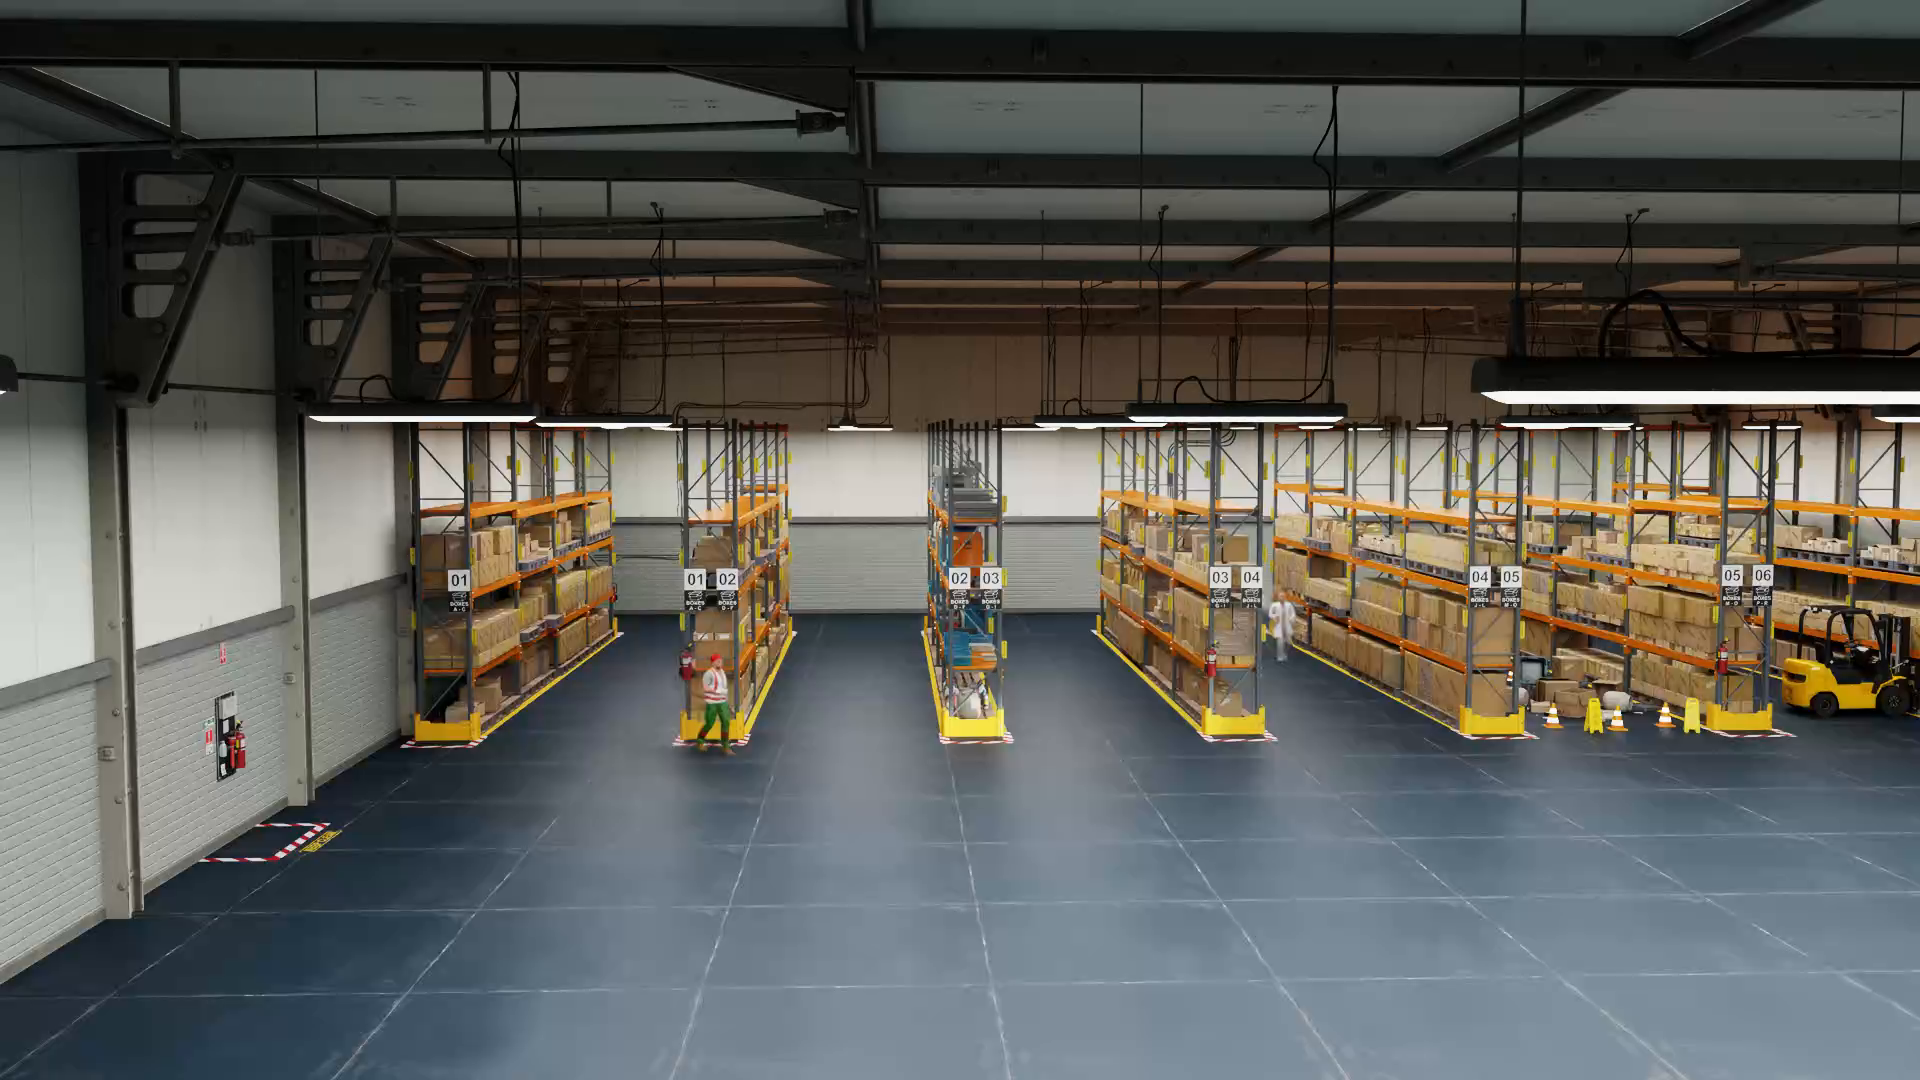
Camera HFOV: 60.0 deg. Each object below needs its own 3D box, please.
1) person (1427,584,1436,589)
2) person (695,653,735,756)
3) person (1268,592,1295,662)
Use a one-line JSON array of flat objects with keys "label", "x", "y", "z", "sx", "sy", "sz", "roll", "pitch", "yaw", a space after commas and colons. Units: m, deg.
[{"label": "person", "x": 14.016, "y": 1.751, "z": 49.404, "sx": 0.667, "sy": 1.623, "sz": 0.585, "roll": 1, "pitch": 4, "yaw": 13}, {"label": "person", "x": -4.370, "y": 2.931, "z": 29.659, "sx": 0.803, "sy": 1.847, "sz": 0.681, "roll": 3, "pitch": 4, "yaw": 35}, {"label": "person", "x": 8.064, "y": 2.188, "z": 41.505, "sx": 0.697, "sy": 1.747, "sz": 0.646, "roll": 0, "pitch": 4, "yaw": -1}]
